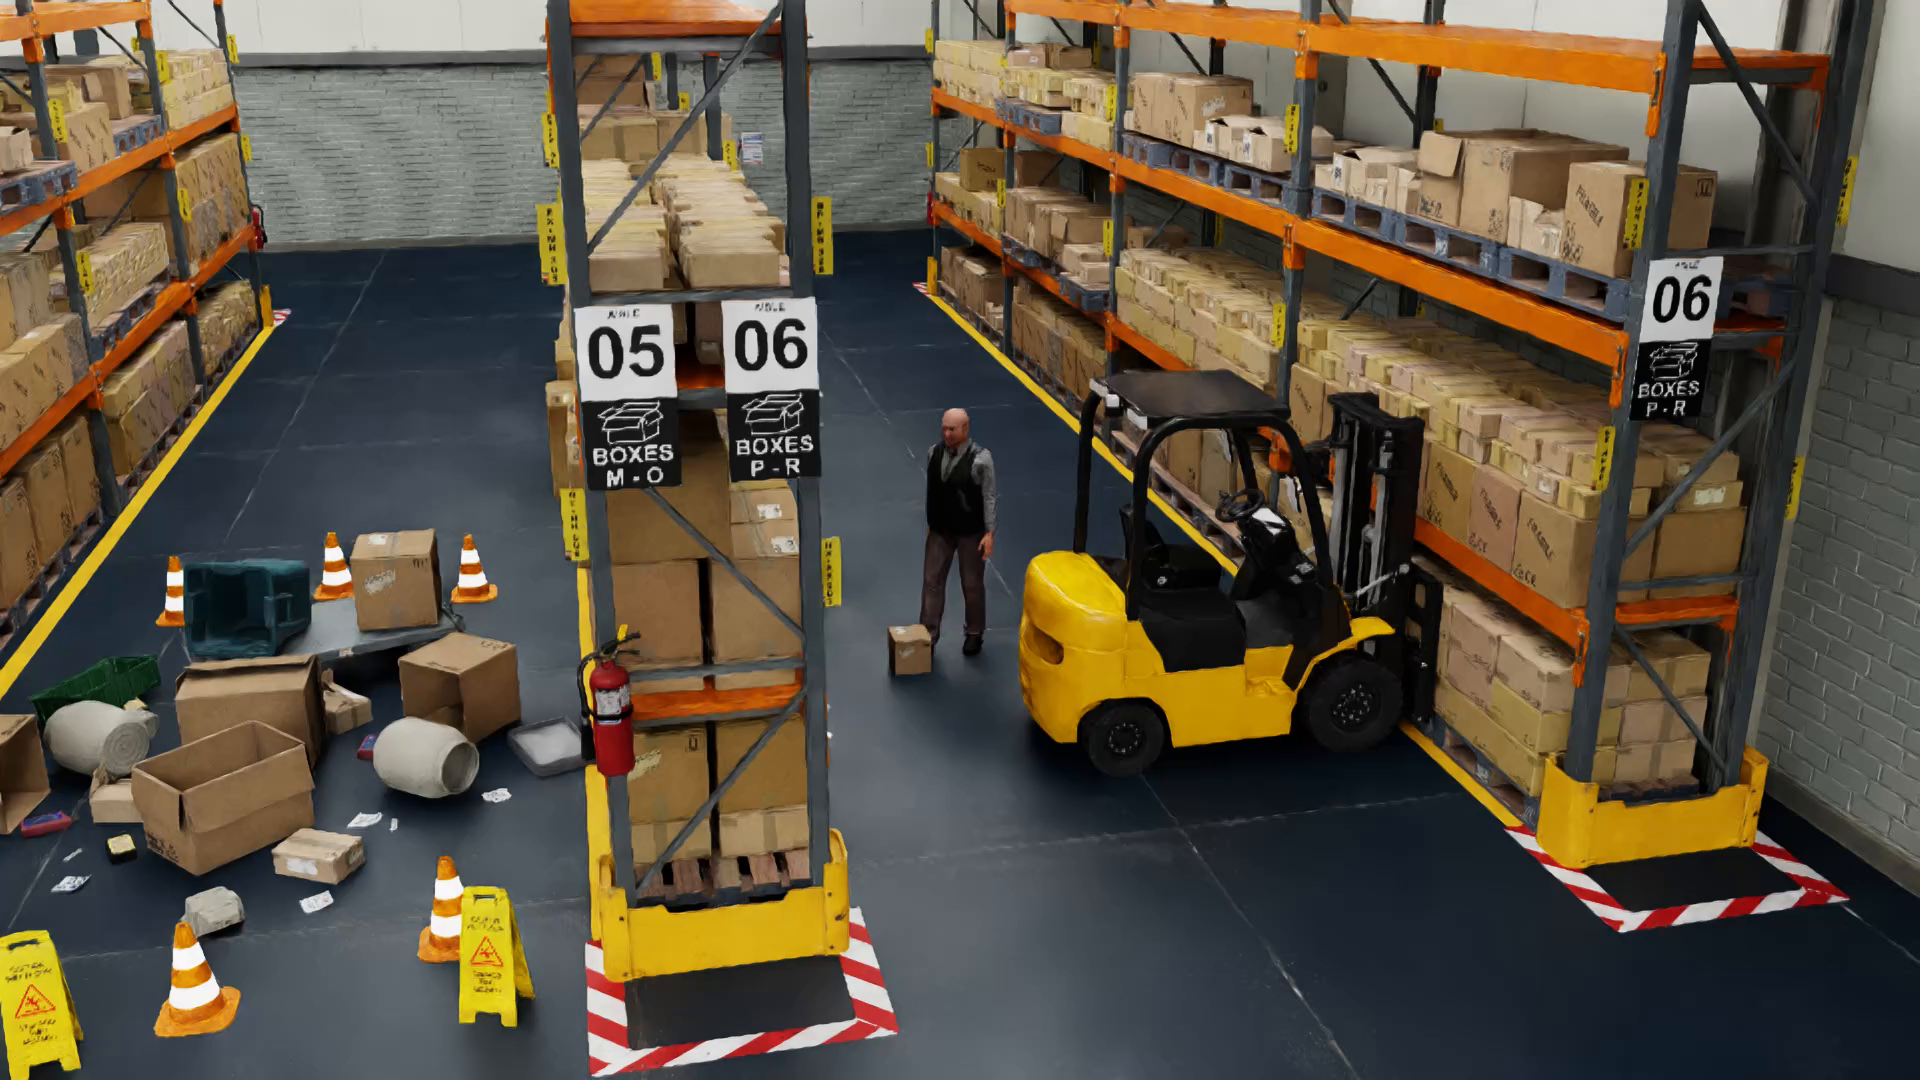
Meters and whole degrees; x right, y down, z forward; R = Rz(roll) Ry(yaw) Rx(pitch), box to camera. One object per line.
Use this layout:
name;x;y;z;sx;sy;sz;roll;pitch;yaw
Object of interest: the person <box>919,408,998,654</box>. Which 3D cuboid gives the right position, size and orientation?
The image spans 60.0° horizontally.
person;-0.057;-0.024;11.138;0.583;1.719;0.659;10;22;27
